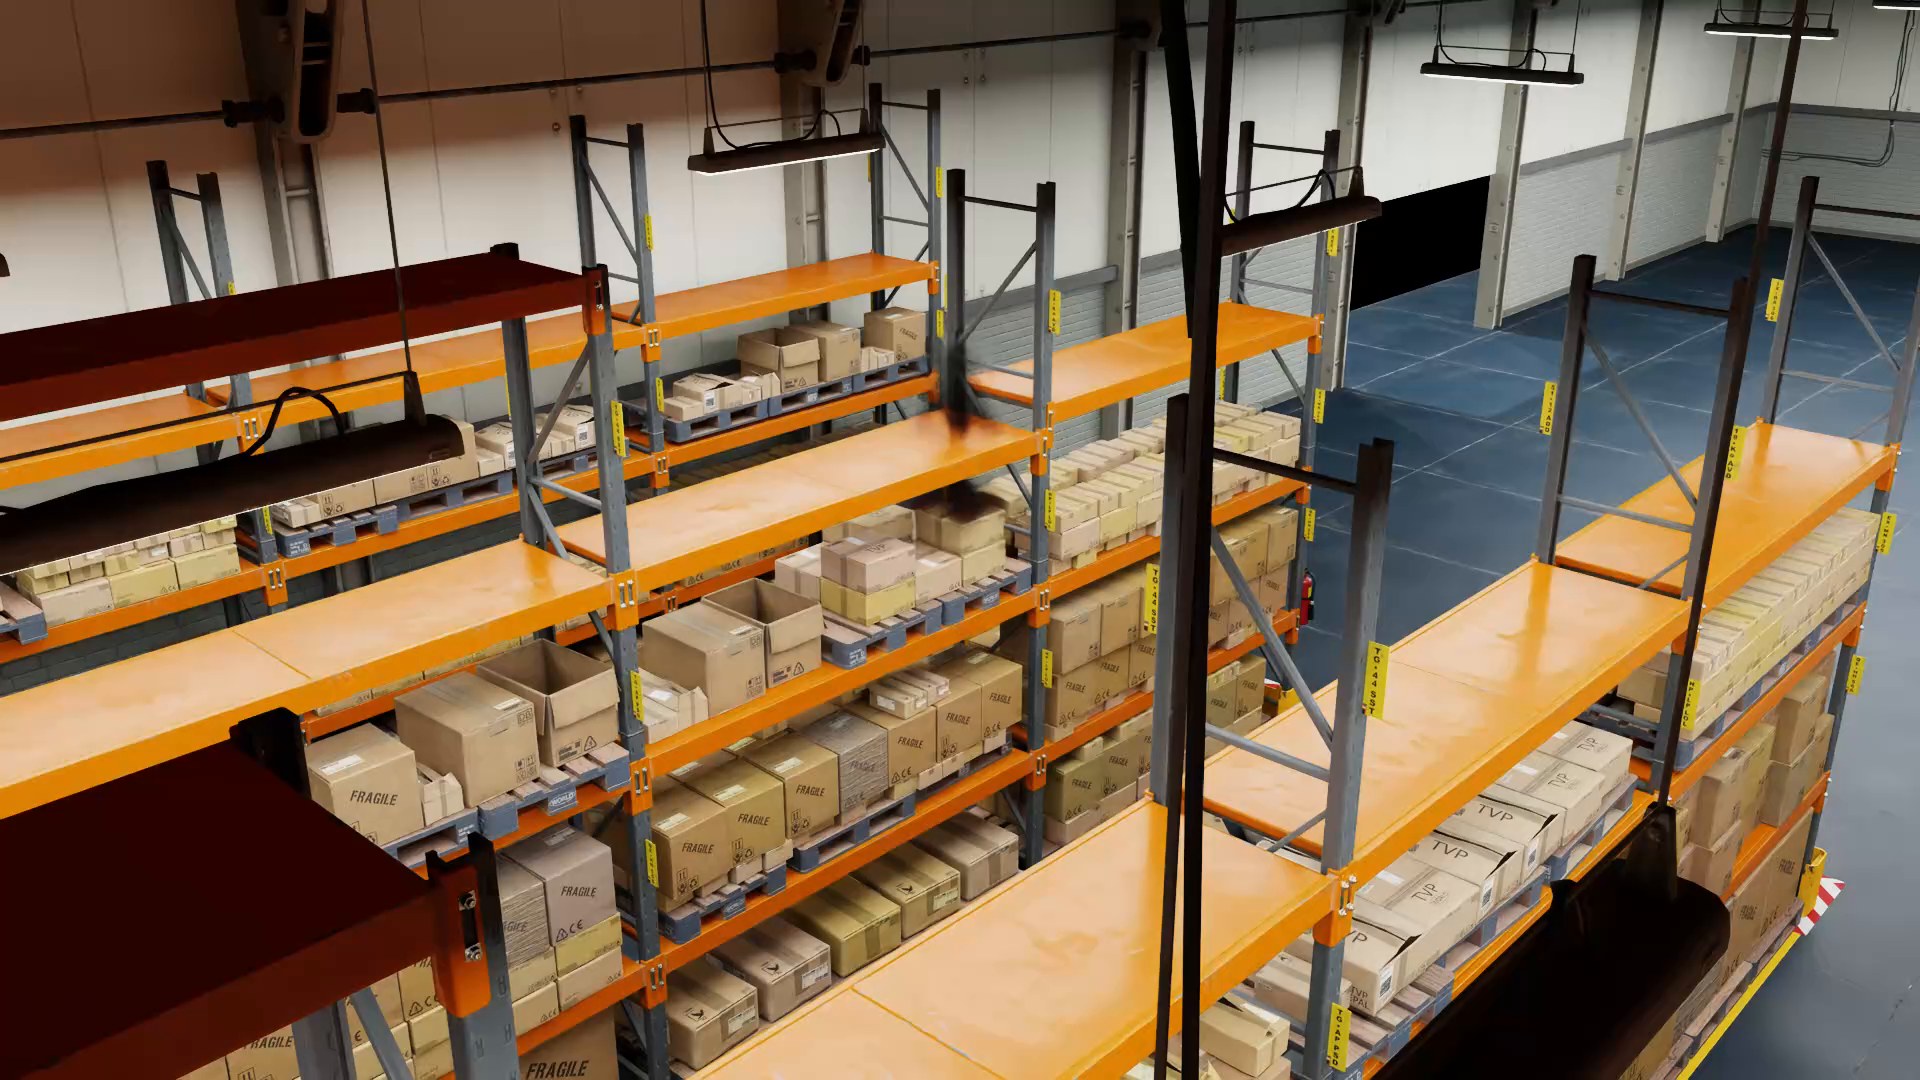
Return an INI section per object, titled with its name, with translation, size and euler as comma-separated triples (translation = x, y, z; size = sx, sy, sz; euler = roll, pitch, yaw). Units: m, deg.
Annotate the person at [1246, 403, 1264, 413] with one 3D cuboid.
[person]
translation = 3.704, -0.968, 22.401
size = 0.658, 1.625, 0.966
euler = 19, 28, 39
